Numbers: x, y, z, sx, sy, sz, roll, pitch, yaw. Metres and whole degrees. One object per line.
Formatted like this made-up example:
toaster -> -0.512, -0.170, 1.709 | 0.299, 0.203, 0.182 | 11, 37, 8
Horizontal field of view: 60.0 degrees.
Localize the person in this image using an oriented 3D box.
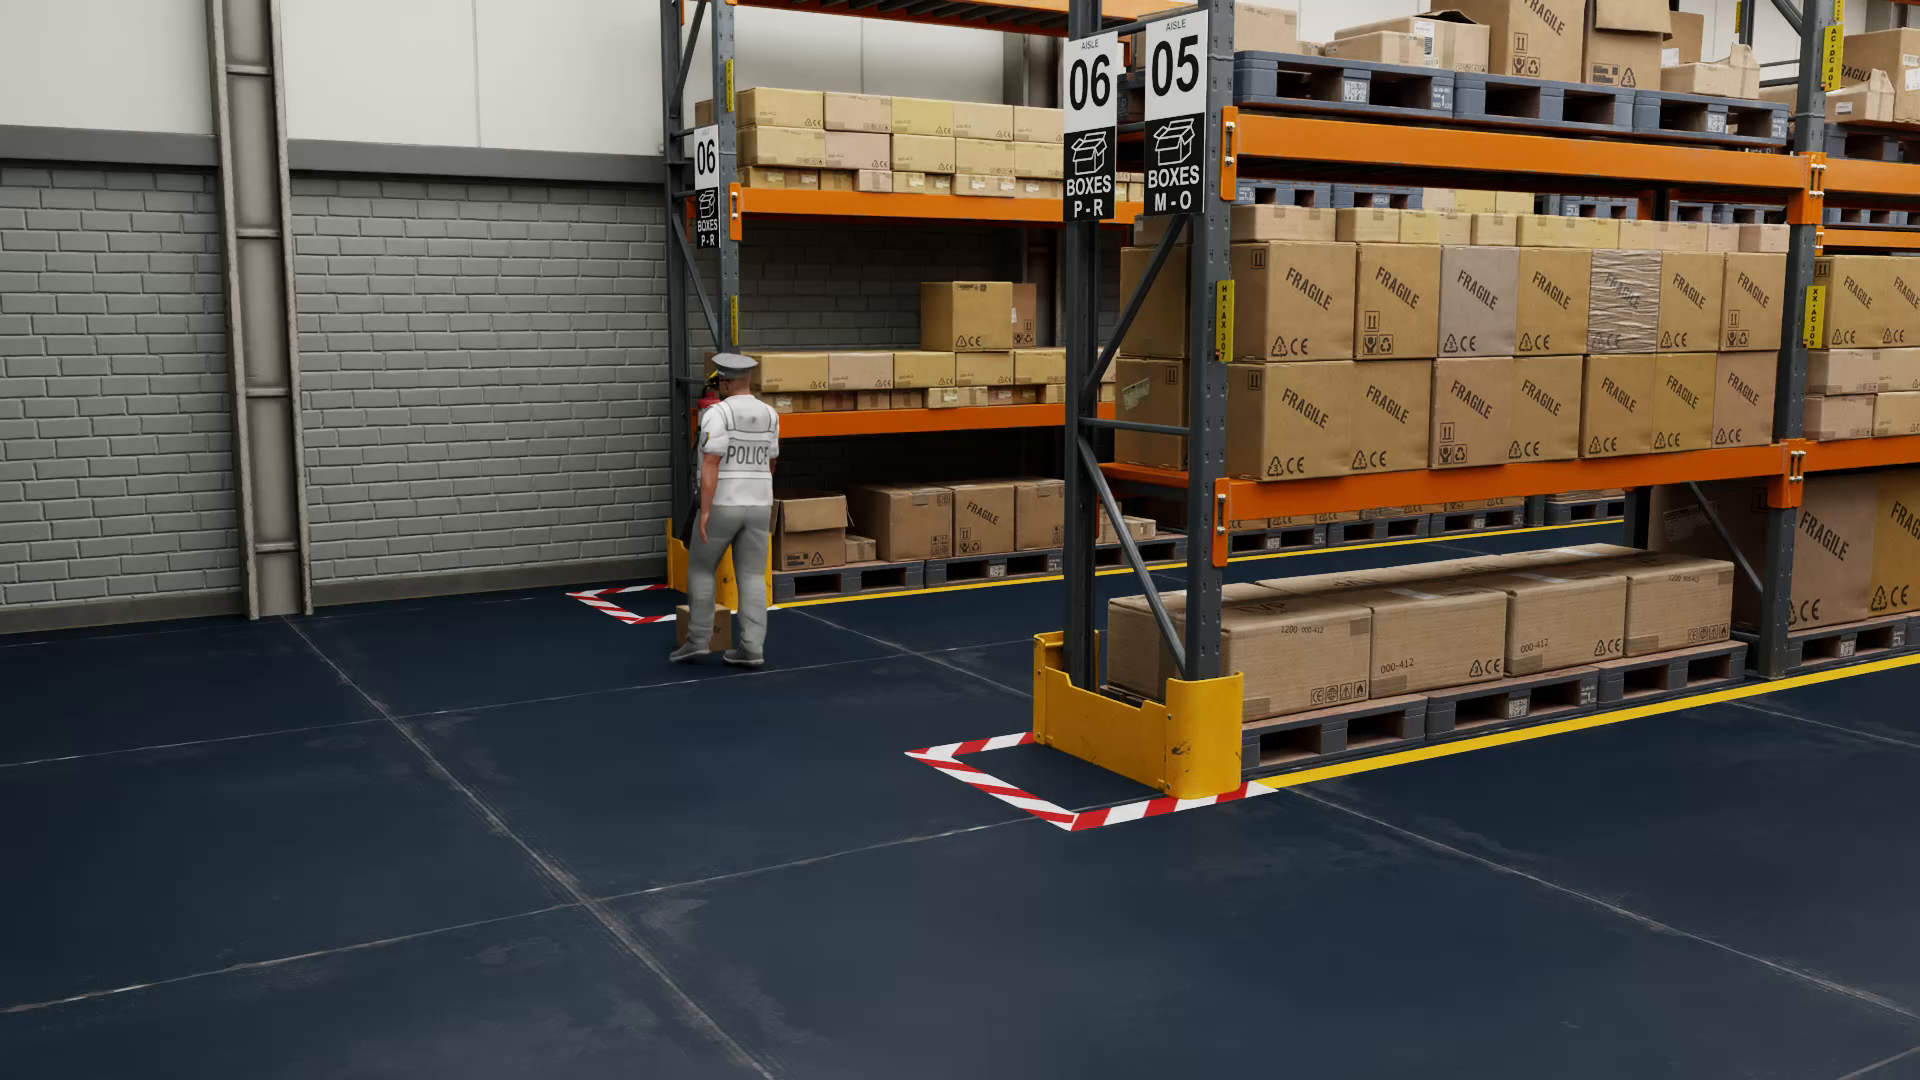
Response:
person -> -1.308, -0.167, 9.450 | 0.591, 1.782, 0.639 | -6, 10, -37
